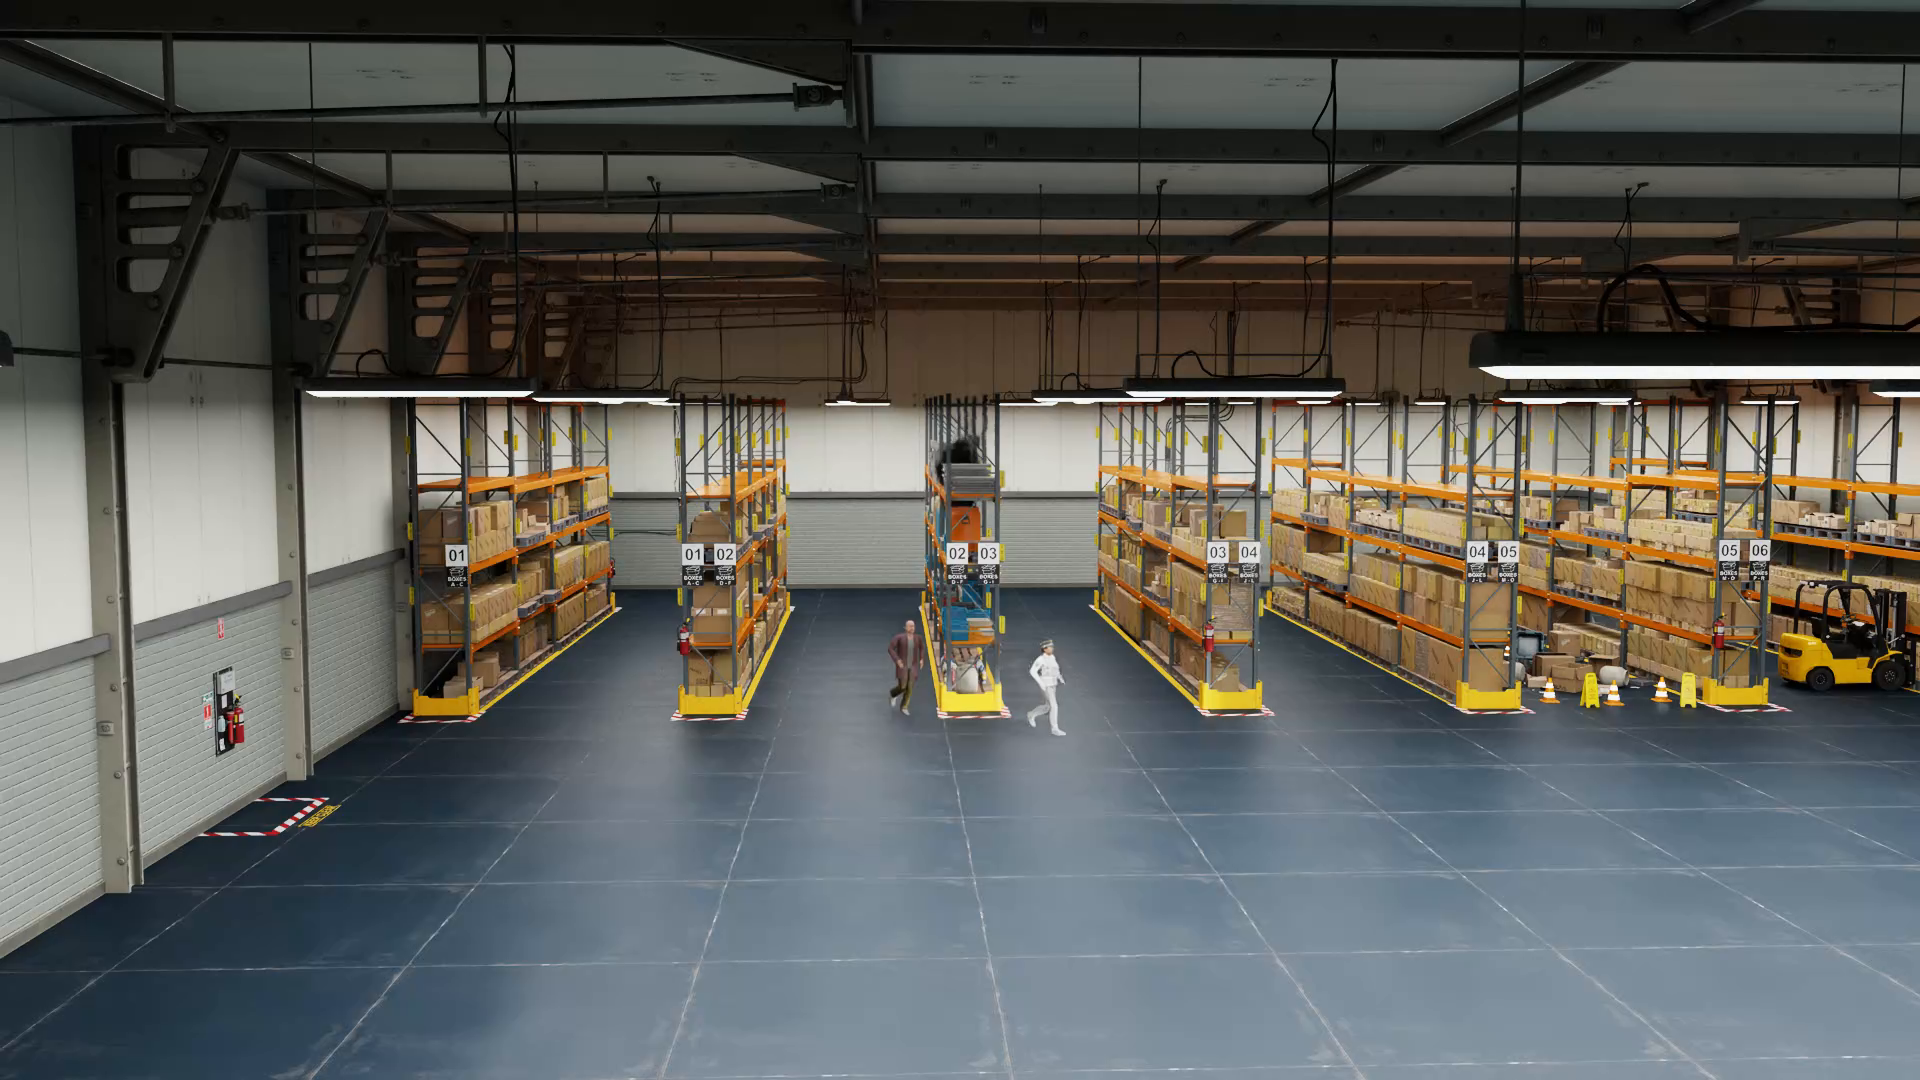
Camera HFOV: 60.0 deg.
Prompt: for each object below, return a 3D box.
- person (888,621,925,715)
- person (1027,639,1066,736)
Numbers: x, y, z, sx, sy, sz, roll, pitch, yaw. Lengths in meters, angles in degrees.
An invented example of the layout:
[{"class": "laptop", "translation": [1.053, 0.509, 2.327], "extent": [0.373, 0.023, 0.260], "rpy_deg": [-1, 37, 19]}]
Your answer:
[{"class": "person", "translation": [-0.998, 2.389, 31.414], "extent": [0.740, 1.751, 0.733], "rpy_deg": [-2, 5, -24]}, {"class": "person", "translation": [1.504, 2.576, 29.251], "extent": [0.846, 1.675, 0.640], "rpy_deg": [3, 5, 34]}]
